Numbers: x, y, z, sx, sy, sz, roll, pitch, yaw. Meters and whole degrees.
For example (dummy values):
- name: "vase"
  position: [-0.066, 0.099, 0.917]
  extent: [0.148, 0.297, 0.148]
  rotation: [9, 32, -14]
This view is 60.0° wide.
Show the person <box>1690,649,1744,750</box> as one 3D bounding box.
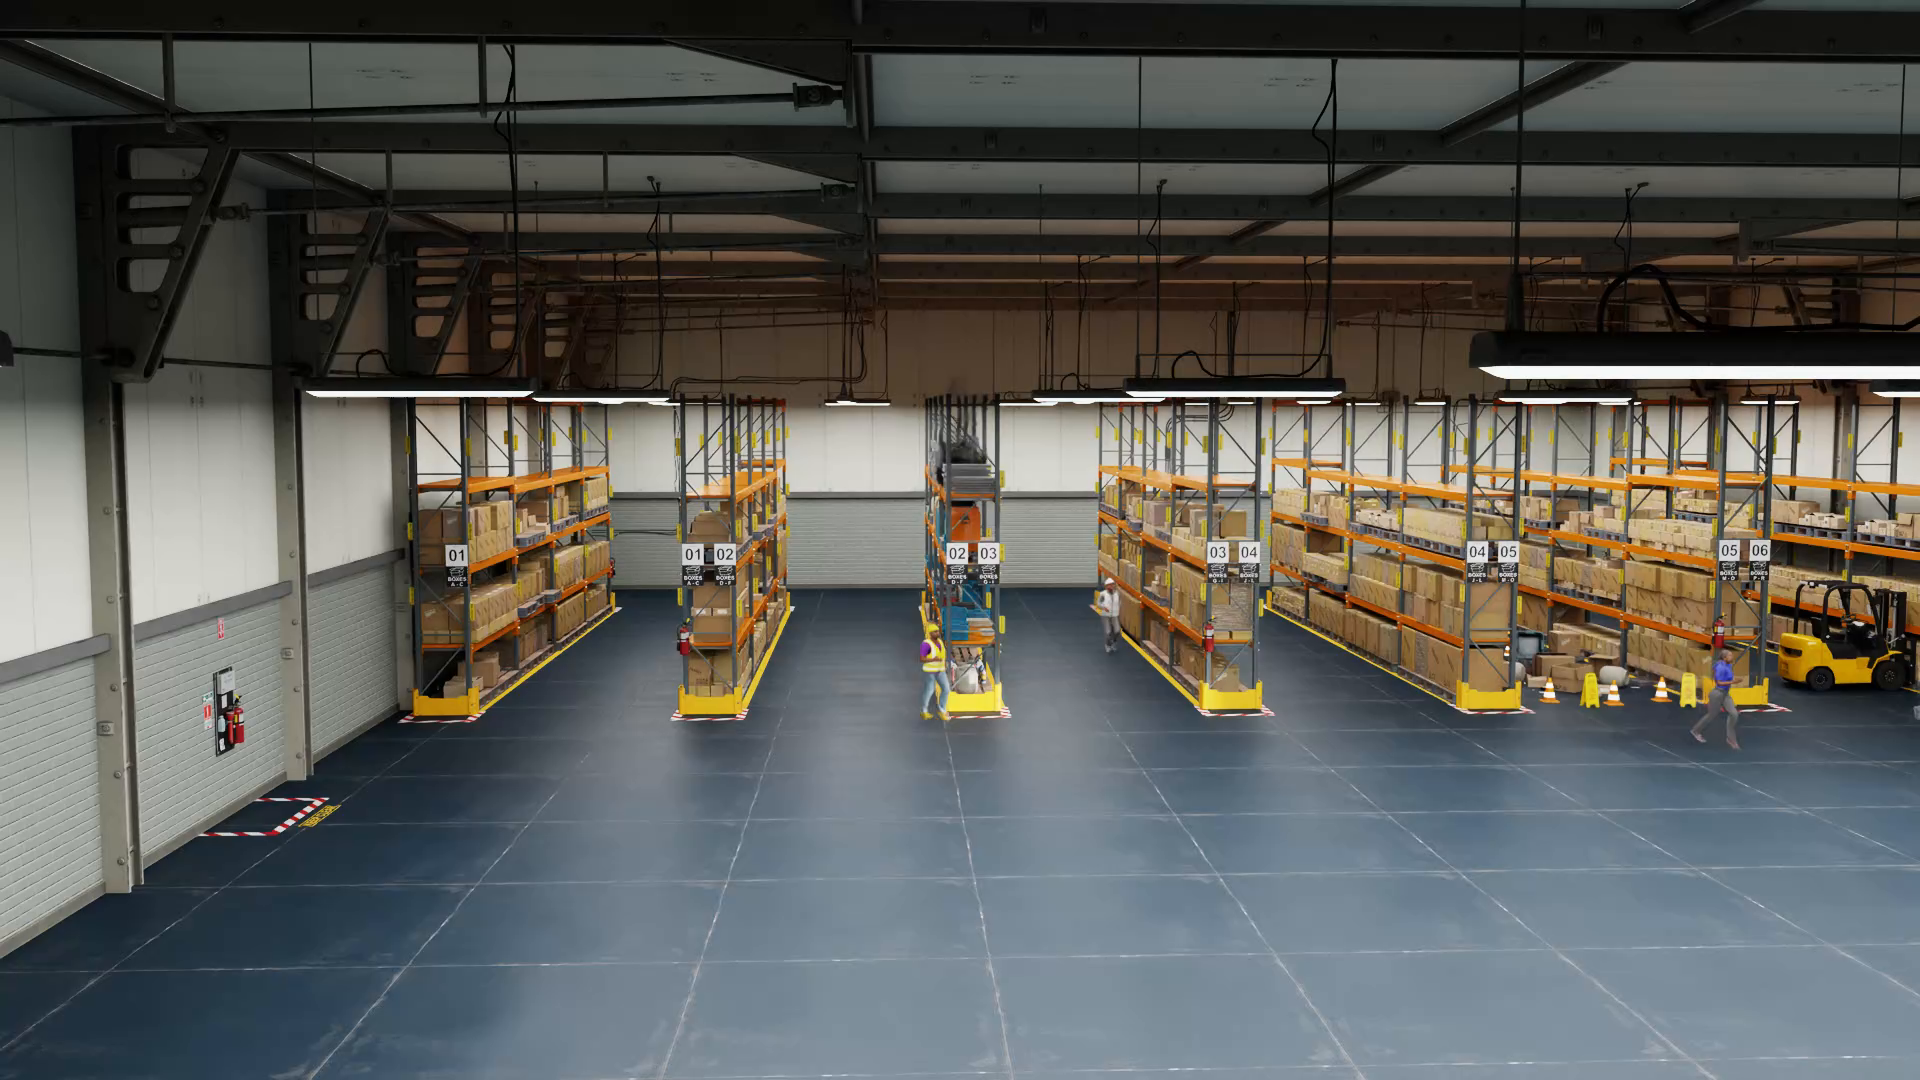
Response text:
- name: "person"
  position: [12.814, 2.747, 28.143]
  extent: [0.562, 1.623, 0.845]
  rotation: [-4, 6, -42]

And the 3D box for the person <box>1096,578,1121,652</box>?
- name: "person"
  position: [3.525, 1.774, 38.963]
  extent: [0.658, 1.754, 0.641]
  rotation: [-1, 5, -10]

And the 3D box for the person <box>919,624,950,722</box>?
- name: "person"
  position: [-0.450, 2.445, 30.473]
  extent: [0.715, 1.818, 0.711]
  rotation: [-4, 6, -40]

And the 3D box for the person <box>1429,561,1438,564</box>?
- name: "person"
  position: [14.200, 0.973, 49.414]
  extent: [0.718, 1.750, 0.707]
  rotation: [2, 5, 24]
